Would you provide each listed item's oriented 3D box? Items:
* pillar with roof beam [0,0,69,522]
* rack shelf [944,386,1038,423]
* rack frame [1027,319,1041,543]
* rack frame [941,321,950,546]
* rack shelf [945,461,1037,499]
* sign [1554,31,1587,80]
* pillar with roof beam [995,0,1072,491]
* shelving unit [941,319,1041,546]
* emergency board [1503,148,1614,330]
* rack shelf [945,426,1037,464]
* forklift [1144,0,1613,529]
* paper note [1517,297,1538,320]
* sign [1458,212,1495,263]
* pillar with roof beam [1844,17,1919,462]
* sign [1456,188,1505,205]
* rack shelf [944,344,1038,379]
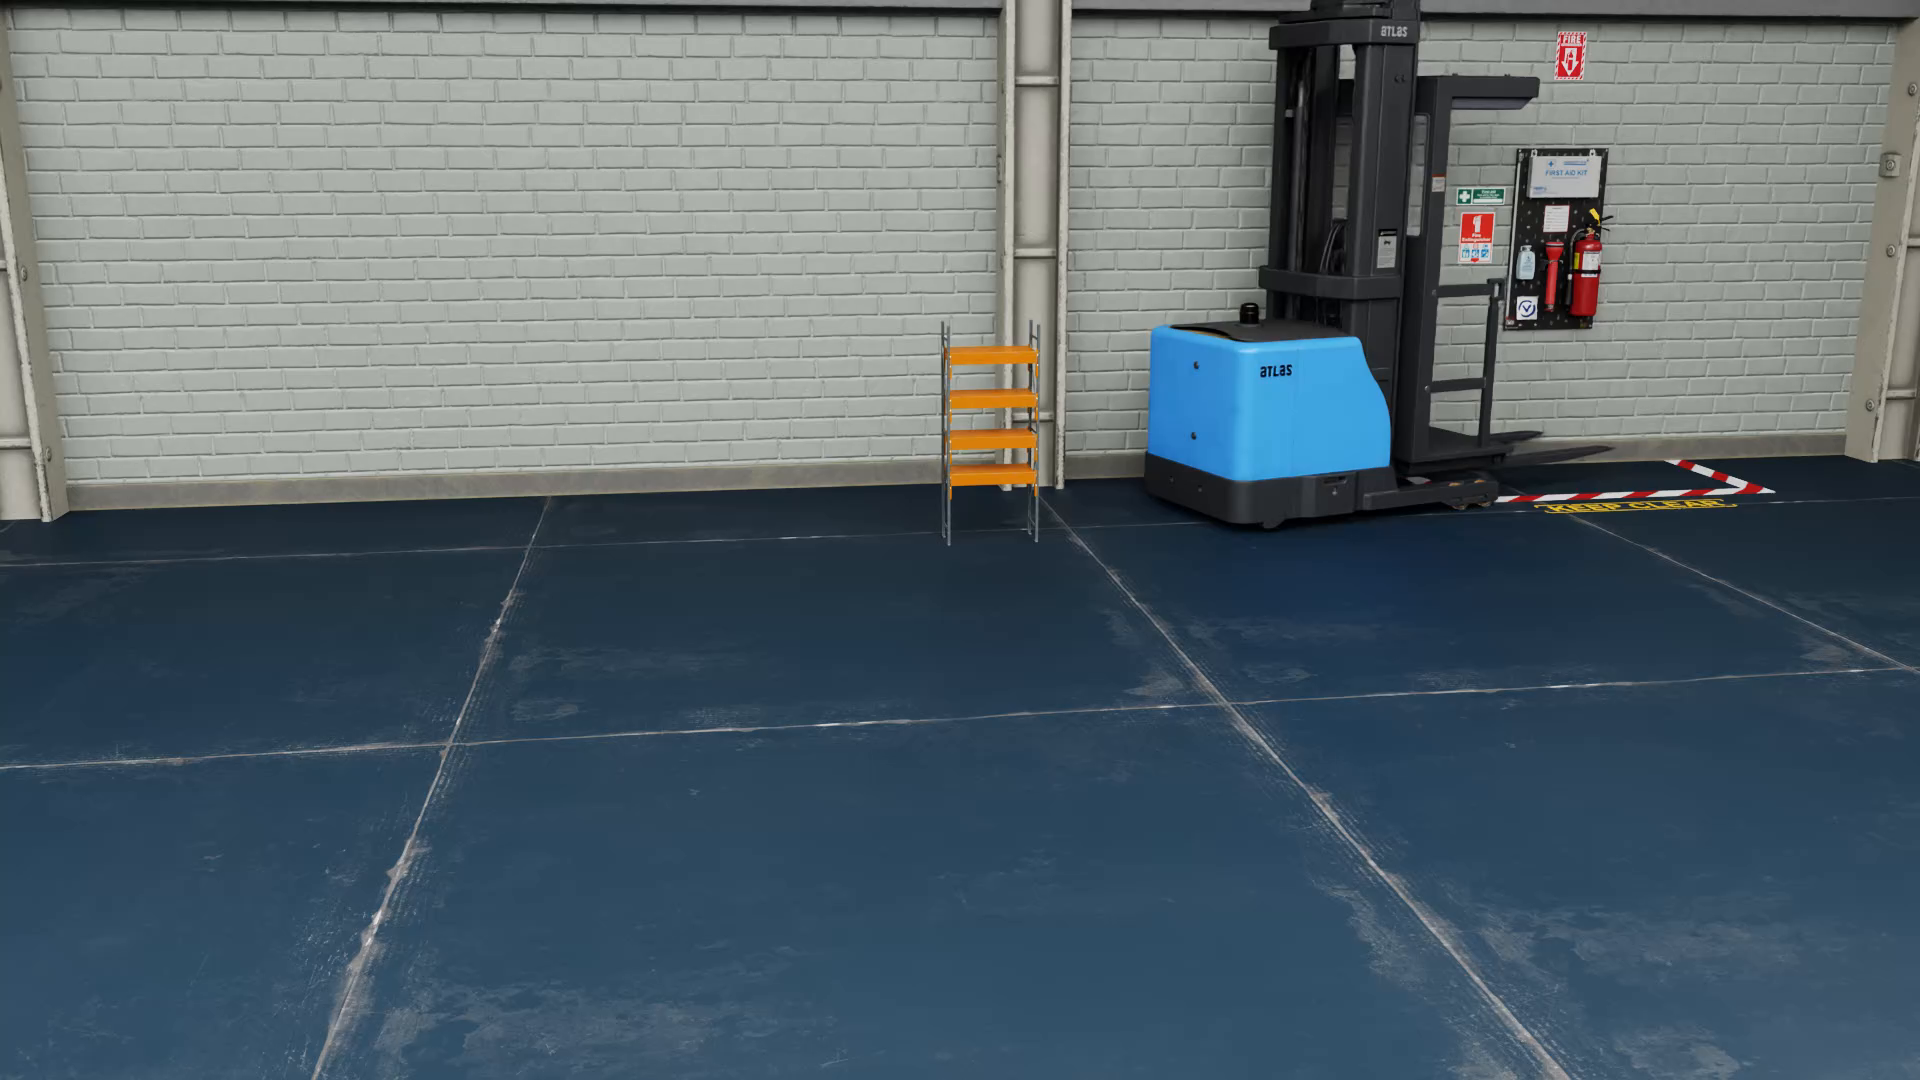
[{"bbox_3d":[-4.849,-3.467,4.546,0.400,9.000,9.100,-2,14,-8],"label":"pillar with roof beam"},{"bbox_3d":[0.164,-0.740,9.062,0.480,0.148,0.258,-2,14,-8],"label":"rack shelf"},{"bbox_3d":[0.405,-0.597,9.135,0.015,1.200,0.240,-2,14,-8],"label":"rack frame"},{"bbox_3d":[-0.078,-0.579,9.065,0.015,1.200,0.240,-2,14,-8],"label":"rack frame"},{"bbox_3d":[0.164,-0.330,9.164,0.480,0.148,0.258,-2,14,-8],"label":"rack shelf"},{"bbox_3d":[3.904,-3.095,10.631,0.199,0.298,0.001,-2,14,-8],"label":"sign"},{"bbox_3d":[1.084,-3.684,5.413,0.400,9.000,9.100,-2,14,-8],"label":"pillar with roof beam"},{"bbox_3d":[0.164,-0.588,9.100,0.503,1.200,0.258,-2,14,-8],"label":"shelving unit"},{"bbox_3d":[3.927,-1.947,10.818,0.643,1.169,0.194,-2,14,-8],"label":"emergency board"},{"bbox_3d":[0.164,-0.523,9.116,0.480,0.148,0.258,-2,14,-8],"label":"rack shelf"},{"bbox_3d":[2.677,-1.707,10.003,3.031,2.935,1.130,-7,16,-25],"label":"forklift"},{"bbox_3d":[3.741,-1.530,10.966,0.142,0.148,0.016,-2,14,-8],"label":"paper note"},{"bbox_3d":[3.365,-1.969,10.833,0.234,0.329,0.001,-2,14,-8],"label":"sign"},{"bbox_3d":[7.017,-3.902,6.280,0.400,9.000,9.100,-2,14,-8],"label":"pillar with roof beam"},{"bbox_3d":[3.370,-2.224,10.761,0.331,0.109,0.001,-2,14,-8],"label":"sign"},{"bbox_3d":[0.164,-0.969,9.004,0.480,0.148,0.258,-2,14,-8],"label":"rack shelf"}]
